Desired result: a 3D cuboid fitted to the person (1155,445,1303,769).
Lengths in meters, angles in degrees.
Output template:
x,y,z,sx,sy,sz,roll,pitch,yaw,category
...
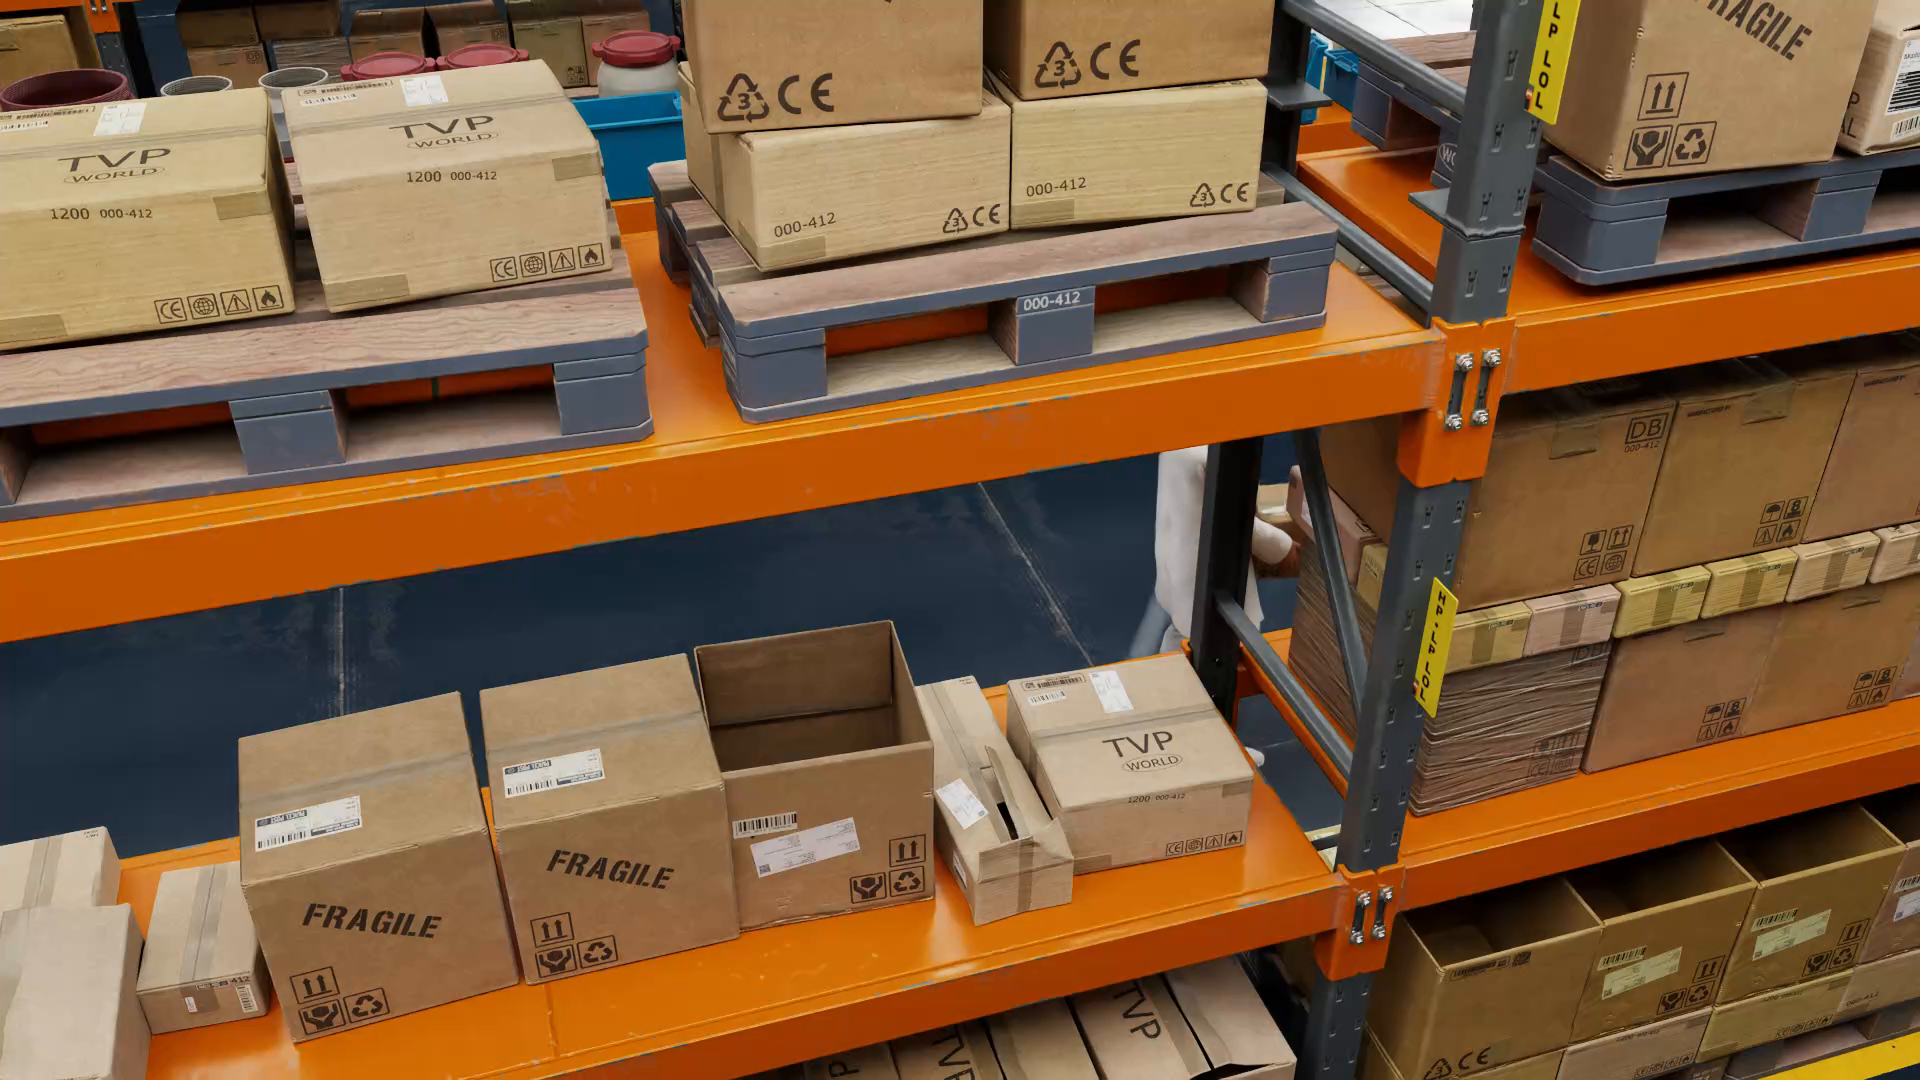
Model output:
x,y,z,sx,sy,sz,roll,pitch,yaw,category
0.964,0.053,6.068,0.499,1.782,0.566,-10,35,-15,person
